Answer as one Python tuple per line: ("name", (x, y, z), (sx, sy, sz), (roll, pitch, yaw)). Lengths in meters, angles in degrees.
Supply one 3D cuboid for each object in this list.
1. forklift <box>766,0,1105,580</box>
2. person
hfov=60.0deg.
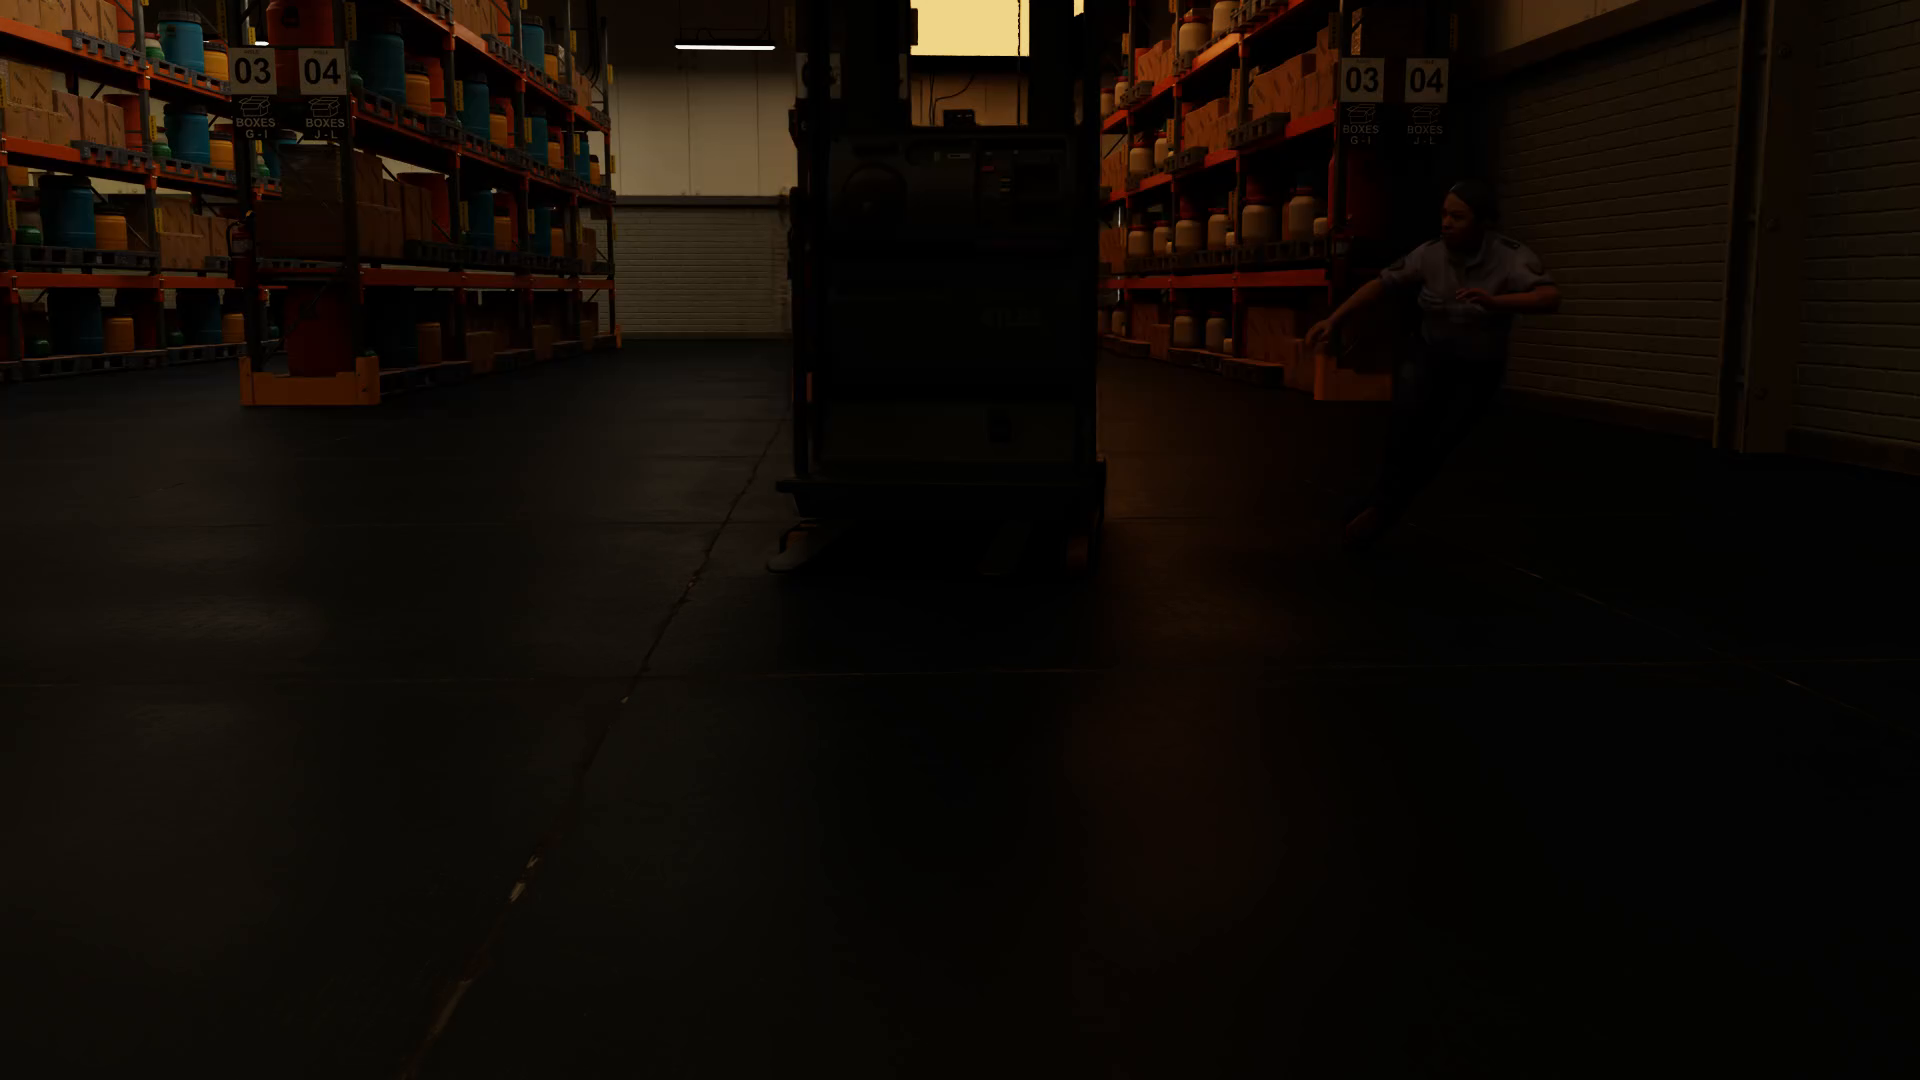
("forklift", (-0.049, -1.359, 5.985), (1.130, 2.935, 3.031), (1, 8, 6))
("person", (1.754, -0.625, 6.257), (0.916, 1.424, 0.856), (3, 9, 17))
